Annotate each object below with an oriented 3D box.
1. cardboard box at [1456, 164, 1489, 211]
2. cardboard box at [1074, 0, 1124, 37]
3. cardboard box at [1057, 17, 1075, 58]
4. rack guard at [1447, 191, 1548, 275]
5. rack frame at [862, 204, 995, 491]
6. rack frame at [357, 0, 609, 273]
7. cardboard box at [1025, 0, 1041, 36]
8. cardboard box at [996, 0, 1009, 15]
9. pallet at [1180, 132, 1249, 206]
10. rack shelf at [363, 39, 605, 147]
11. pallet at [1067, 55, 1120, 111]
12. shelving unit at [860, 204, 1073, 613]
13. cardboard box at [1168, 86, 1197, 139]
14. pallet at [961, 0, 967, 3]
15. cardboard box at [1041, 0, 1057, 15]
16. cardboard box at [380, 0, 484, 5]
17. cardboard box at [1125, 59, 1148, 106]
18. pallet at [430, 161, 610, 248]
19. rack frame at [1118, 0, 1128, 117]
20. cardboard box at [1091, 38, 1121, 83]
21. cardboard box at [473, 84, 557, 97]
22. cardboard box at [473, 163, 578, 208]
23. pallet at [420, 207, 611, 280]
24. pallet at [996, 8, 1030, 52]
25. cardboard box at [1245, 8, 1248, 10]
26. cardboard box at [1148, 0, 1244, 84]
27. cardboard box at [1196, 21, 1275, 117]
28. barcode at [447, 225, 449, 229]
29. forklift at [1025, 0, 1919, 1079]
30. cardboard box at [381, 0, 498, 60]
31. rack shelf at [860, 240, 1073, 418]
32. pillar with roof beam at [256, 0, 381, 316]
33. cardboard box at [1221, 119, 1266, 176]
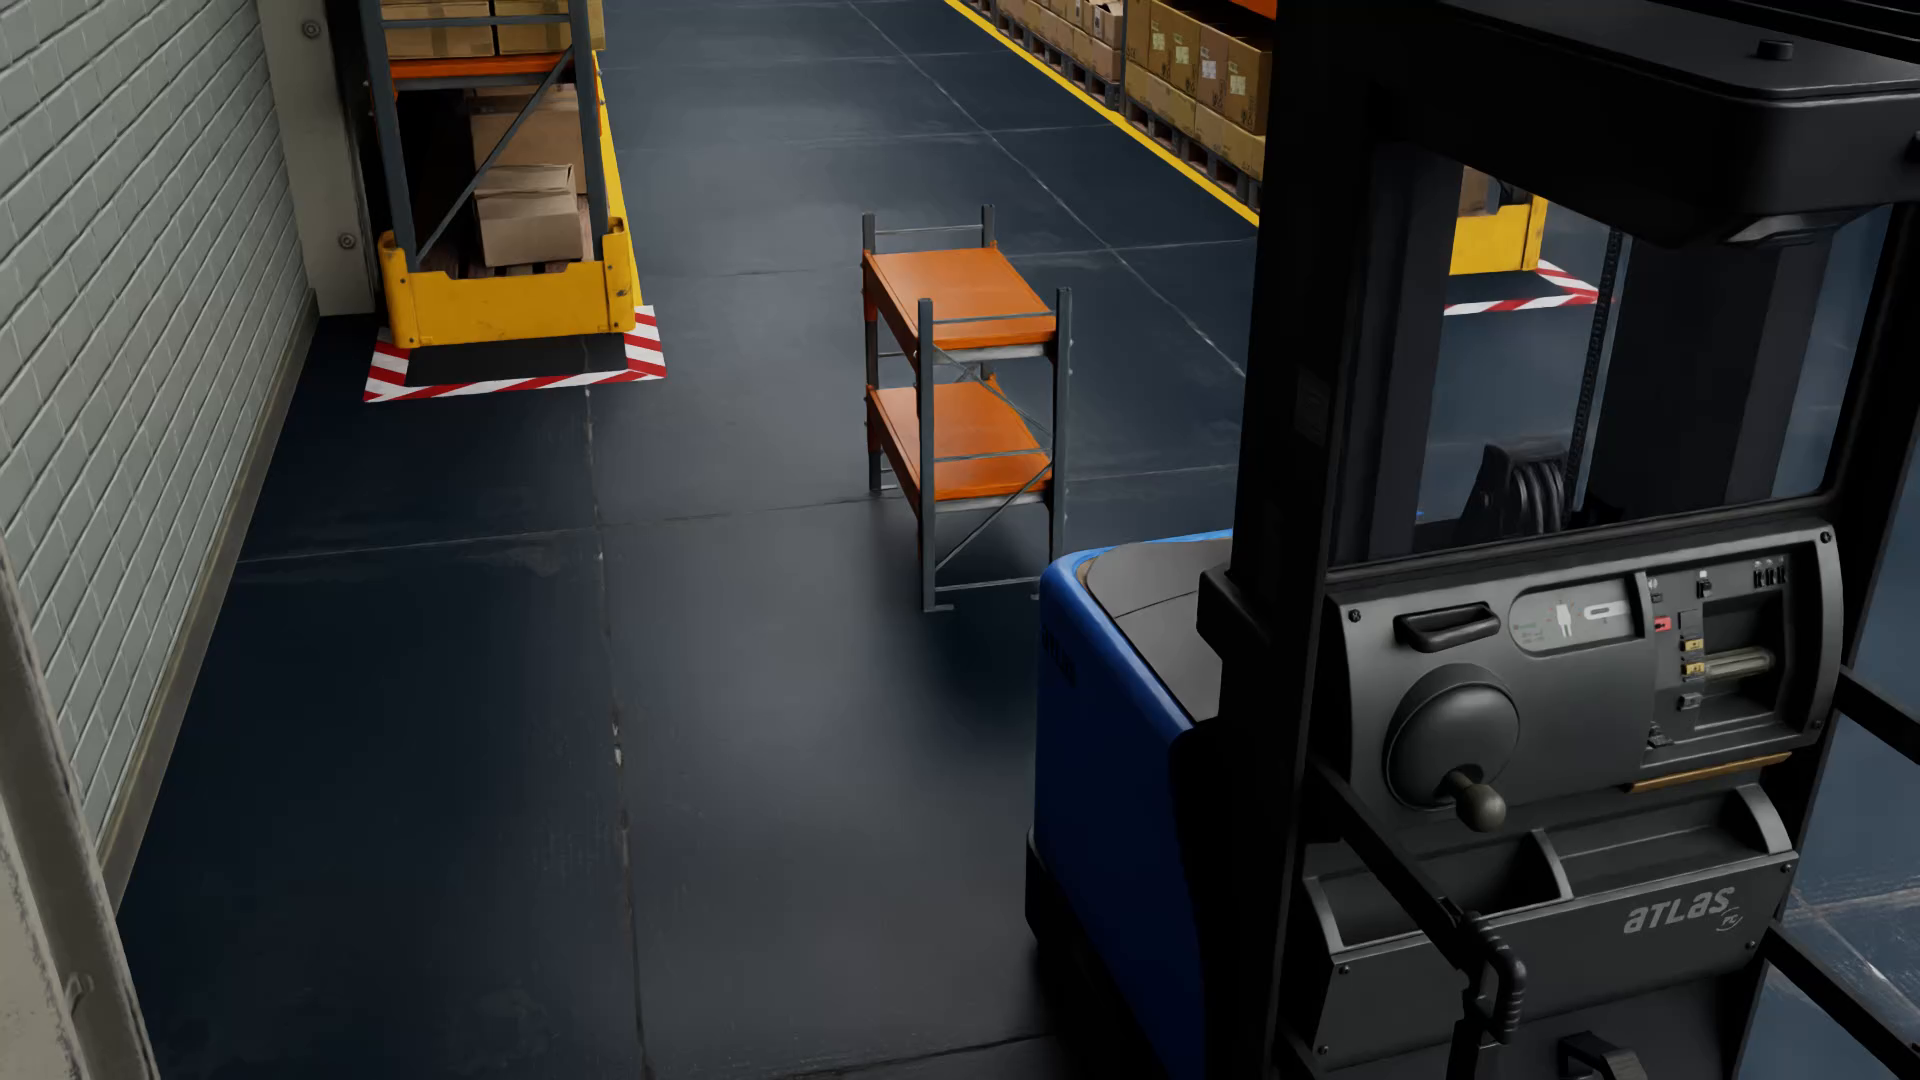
[{"bbox_3d":[2.711,-2.089,9.646,0.500,0.250,0.500,-6,27,-12],"label":"cardboard box"},{"bbox_3d":[1.219,-4.214,13.233,0.500,0.311,0.500,-5,27,-10],"label":"cardboard box"},{"bbox_3d":[1.110,-4.187,13.801,0.500,0.250,0.500,-5,27,-10],"label":"cardboard box"},{"bbox_3d":[2.620,-1.745,9.152,1.175,0.500,0.348,-6,27,-12],"label":"rack guard"},{"bbox_3d":[-0.116,-0.728,6.445,0.500,1.125,0.032,-6,27,-12],"label":"rack frame"},{"bbox_3d":[-2.211,-2.367,7.610,1.000,3.000,0.127,-6,27,-12],"label":"rack frame"},{"bbox_3d":[0.881,-4.635,14.690,0.500,0.250,0.500,-7,28,-13],"label":"cardboard box"},{"bbox_3d":[0.644,-5.083,15.578,0.500,0.250,0.500,-6,27,-12],"label":"cardboard box"},{"bbox_3d":[2.130,-2.492,10.954,1.003,0.211,1.213,-6,27,-12],"label":"pallet"},{"bbox_3d":[-2.661,-2.923,9.511,1.077,0.370,4.000,-6,27,-12],"label":"rack shelf"},{"bbox_3d":[1.509,-3.702,13.350,1.003,0.211,1.213,-6,27,-12],"label":"pallet"},{"bbox_3d":[-0.002,-0.505,6.002,0.538,1.125,1.048,-6,27,-12],"label":"shelving unit"},{"bbox_3d":[1.738,-2.913,11.277,0.500,0.250,0.500,-6,27,-12],"label":"cardboard box"},{"bbox_3d":[0.409,-6.004,17.912,1.003,0.211,1.213,-6,27,-12],"label":"pallet"},{"bbox_3d":[1.000,-4.654,14.105,0.500,0.311,0.500,-6,27,-12],"label":"cardboard box"},{"bbox_3d":[-2.524,-2.829,7.837,0.500,0.500,0.500,-6,27,-12],"label":"cardboard box"},{"bbox_3d":[1.523,-3.353,12.149,0.500,0.250,0.500,-6,27,-12],"label":"cardboard box"},{"bbox_3d":[-2.648,-2.050,10.077,1.003,0.211,1.213,-6,27,-12],"label":"pallet"},{"bbox_3d":[1.713,-4.627,12.089,1.000,3.000,0.127,-6,27,-12],"label":"rack frame"},{"bbox_3d":[1.338,-3.740,12.916,0.500,0.250,0.500,-6,27,-12],"label":"cardboard box"},{"bbox_3d":[-2.839,-2.752,10.658,0.500,0.500,0.500,-8,28,-15],"label":"cardboard box"},{"bbox_3d":[-2.407,-1.926,9.232,0.500,0.311,0.500,-4,27,-7],"label":"cardboard box"},{"bbox_3d":[-2.376,-1.515,9.018,1.003,0.211,1.213,-6,27,-12],"label":"pallet"},{"bbox_3d":[0.959,-4.773,15.472,1.003,0.211,1.213,-6,27,-12],"label":"pallet"},{"bbox_3d":[2.132,-3.520,11.648,0.500,0.500,0.500,-6,27,-12],"label":"cardboard box"},{"bbox_3d":[1.633,-3.468,11.545,0.500,0.500,0.500,-6,27,-12],"label":"cardboard box"},{"bbox_3d":[1.853,-3.028,10.674,0.500,0.500,0.500,-6,27,-12],"label":"cardboard box"},{"bbox_3d":[-2.673,-1.647,8.670,0.001,0.075,0.075,-6,27,-12],"label":"barcode"},{"bbox_3d":[1.095,0.251,2.499,1.130,2.935,3.031,-8,28,-16],"label":"forklift"},{"bbox_3d":[-2.505,-2.494,8.007,0.500,0.250,0.500,-6,27,-11],"label":"cardboard box"},{"bbox_3d":[-0.002,-0.766,5.871,0.538,0.278,1.000,-6,27,-12],"label":"rack shelf"},{"bbox_3d":[0.983,-5.701,7.559,9.100,9.000,0.400,-6,27,-12],"label":"pillar with roof beam"},{"bbox_3d":[1.967,-2.474,10.409,0.500,0.250,0.500,-6,27,-12],"label":"cardboard box"}]
